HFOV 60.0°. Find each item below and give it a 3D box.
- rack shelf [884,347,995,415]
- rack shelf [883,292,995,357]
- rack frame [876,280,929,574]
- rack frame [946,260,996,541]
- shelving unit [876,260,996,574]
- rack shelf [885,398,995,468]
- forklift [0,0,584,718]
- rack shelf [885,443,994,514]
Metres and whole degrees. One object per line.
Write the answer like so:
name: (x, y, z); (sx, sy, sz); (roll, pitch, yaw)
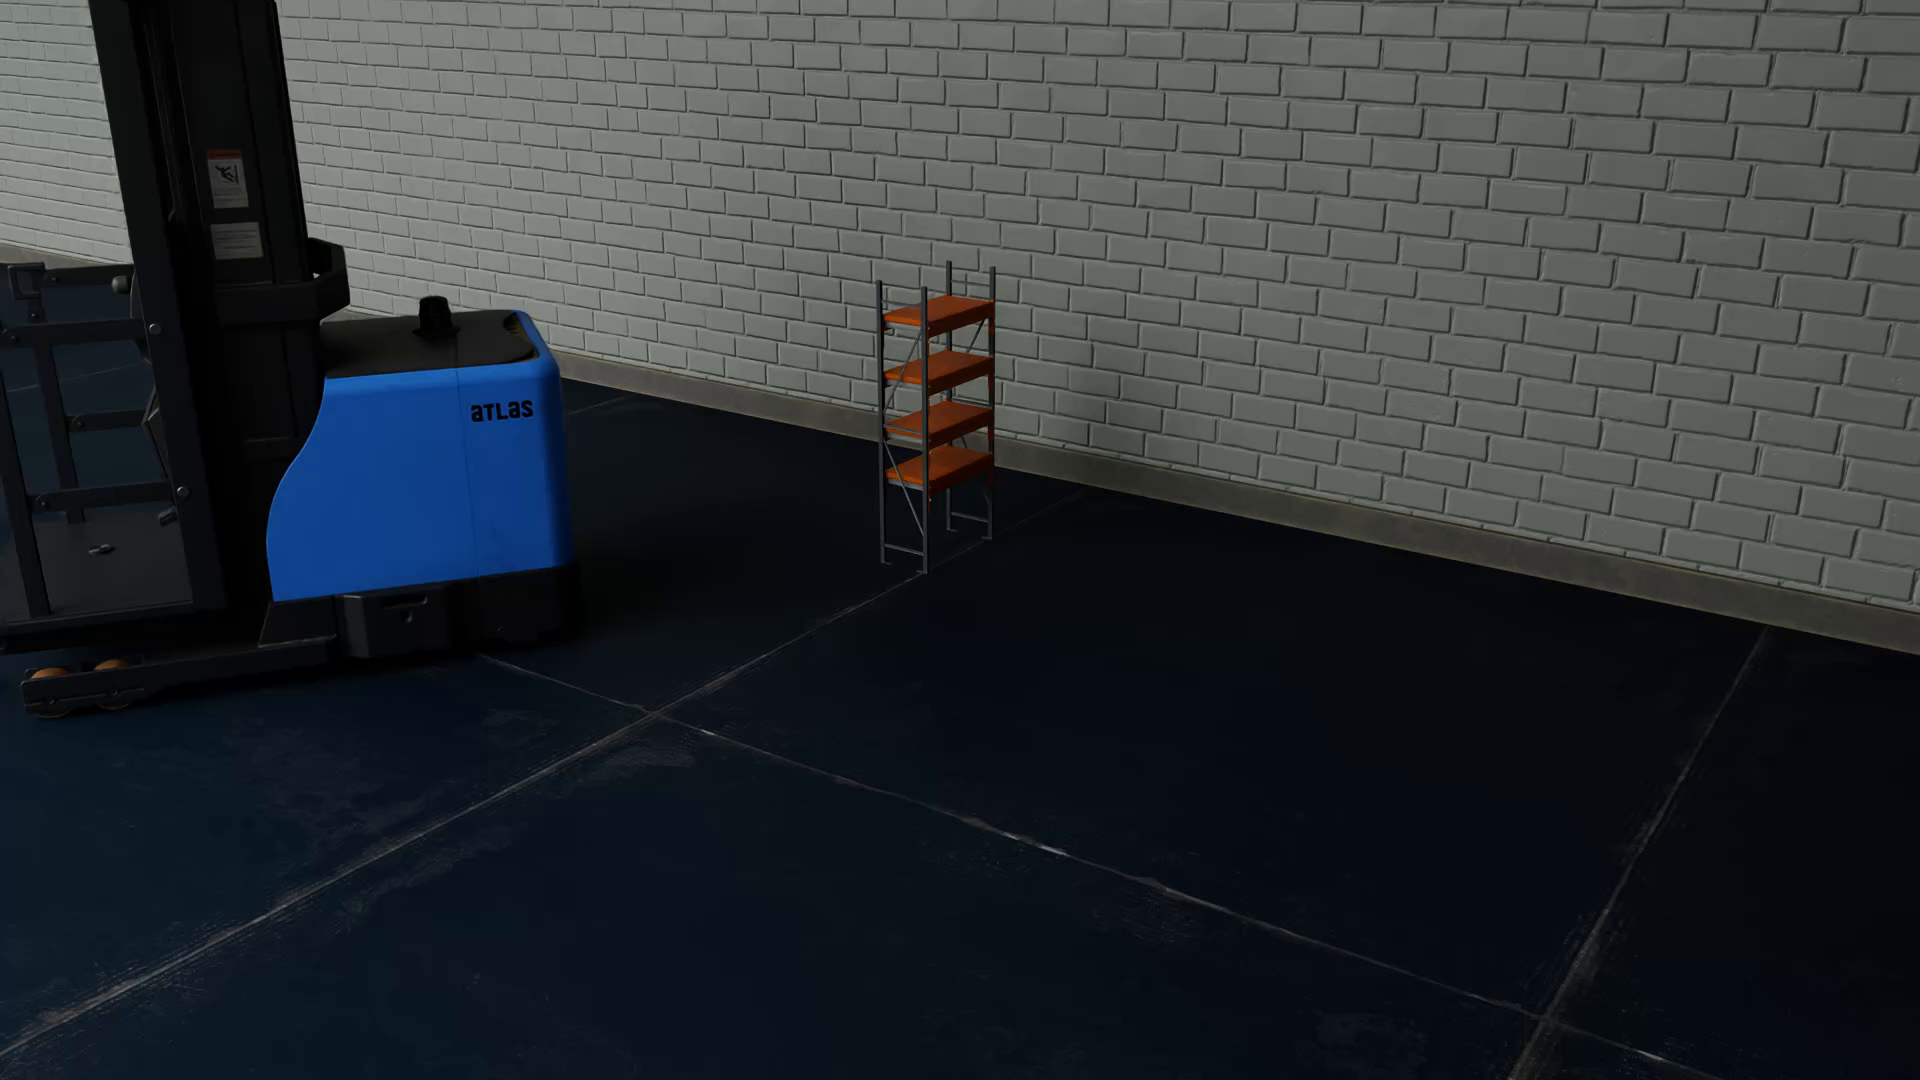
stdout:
rack shelf: (-0.093, -0.662, 6.874); (0.258, 0.148, 0.480); (13, 24, 32)
rack shelf: (-0.093, -0.884, 6.792); (0.258, 0.148, 0.480); (13, 24, 32)
rack frame: (-0.230, -0.445, 6.739); (0.240, 1.200, 0.015); (13, 24, 32)
rack frame: (0.044, -0.585, 7.118); (0.240, 1.200, 0.015); (13, 24, 32)
shelving unit: (-0.093, -0.515, 6.928); (0.258, 1.200, 0.503); (13, 24, 32)
rack shelf: (-0.093, -0.452, 6.952); (0.258, 0.148, 0.480); (13, 24, 32)
forklift: (-2.989, -0.978, 5.683); (3.031, 2.935, 1.130); (-7, 22, -19)
rack shelf: (-0.093, -0.266, 7.021); (0.258, 0.148, 0.480); (13, 24, 32)
